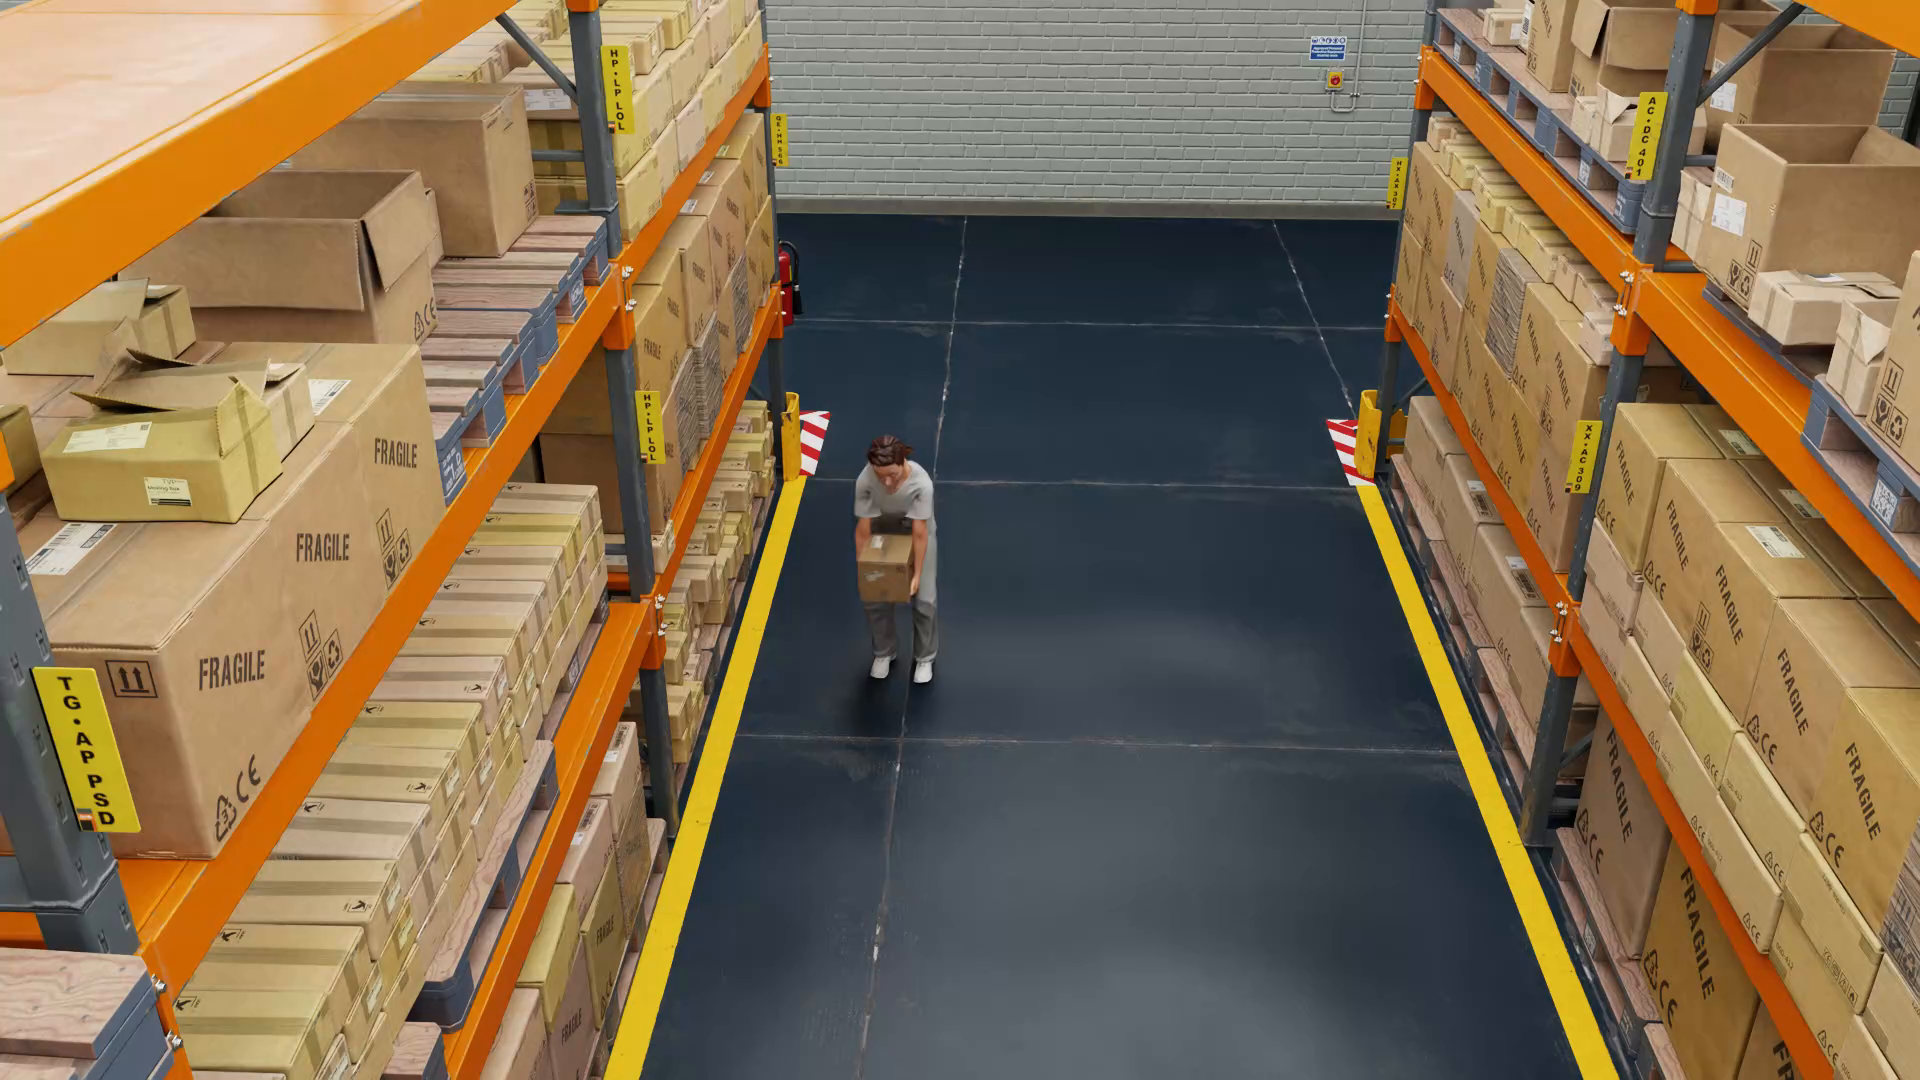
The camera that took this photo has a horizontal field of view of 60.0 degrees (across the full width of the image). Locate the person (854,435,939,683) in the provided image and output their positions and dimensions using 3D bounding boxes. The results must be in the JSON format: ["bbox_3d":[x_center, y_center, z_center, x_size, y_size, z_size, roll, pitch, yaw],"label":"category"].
[{"bbox_3d":[-0.327,0.093,8.629,0.408,1.511,0.630,5,28,9],"label":"person"}]
